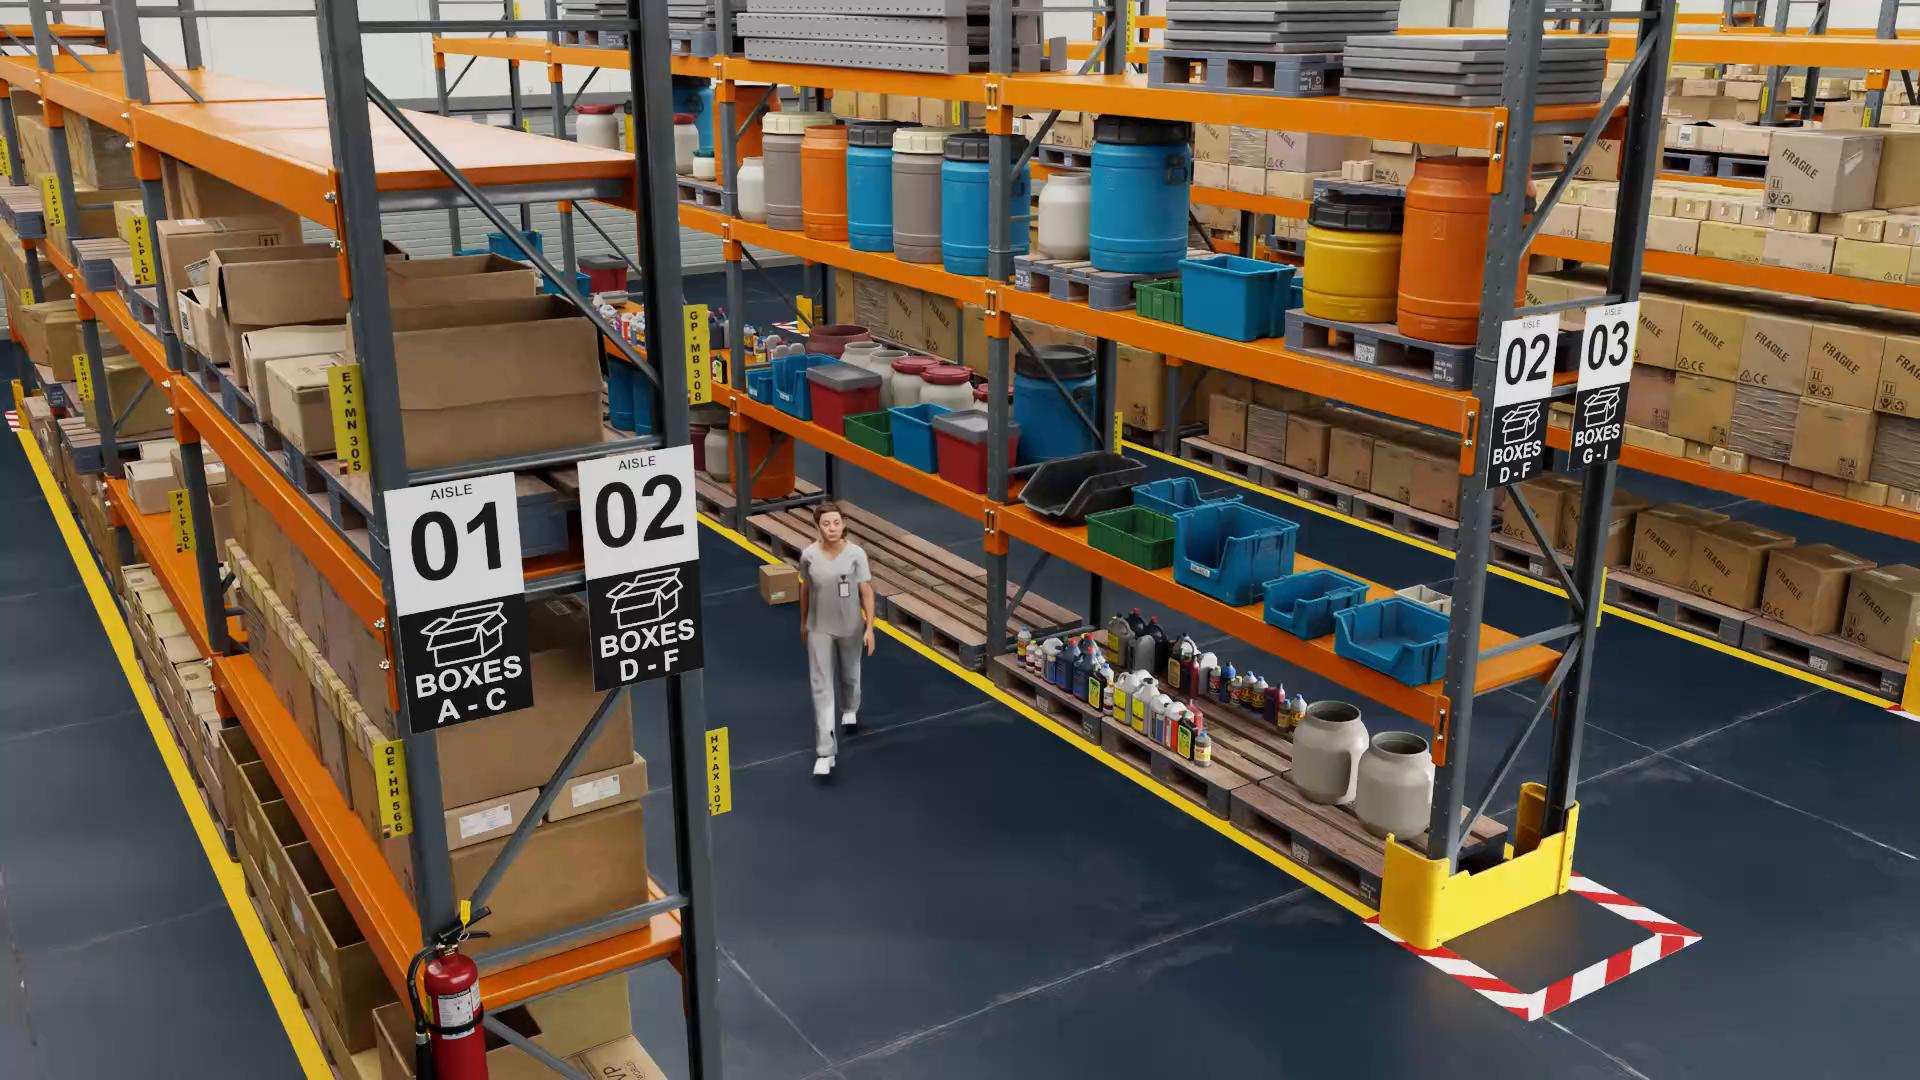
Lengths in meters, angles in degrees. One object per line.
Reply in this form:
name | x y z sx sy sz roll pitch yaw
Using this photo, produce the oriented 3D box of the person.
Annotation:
person | -0.767 0.559 10.362 0.473 1.619 1.028 -1 18 -3
